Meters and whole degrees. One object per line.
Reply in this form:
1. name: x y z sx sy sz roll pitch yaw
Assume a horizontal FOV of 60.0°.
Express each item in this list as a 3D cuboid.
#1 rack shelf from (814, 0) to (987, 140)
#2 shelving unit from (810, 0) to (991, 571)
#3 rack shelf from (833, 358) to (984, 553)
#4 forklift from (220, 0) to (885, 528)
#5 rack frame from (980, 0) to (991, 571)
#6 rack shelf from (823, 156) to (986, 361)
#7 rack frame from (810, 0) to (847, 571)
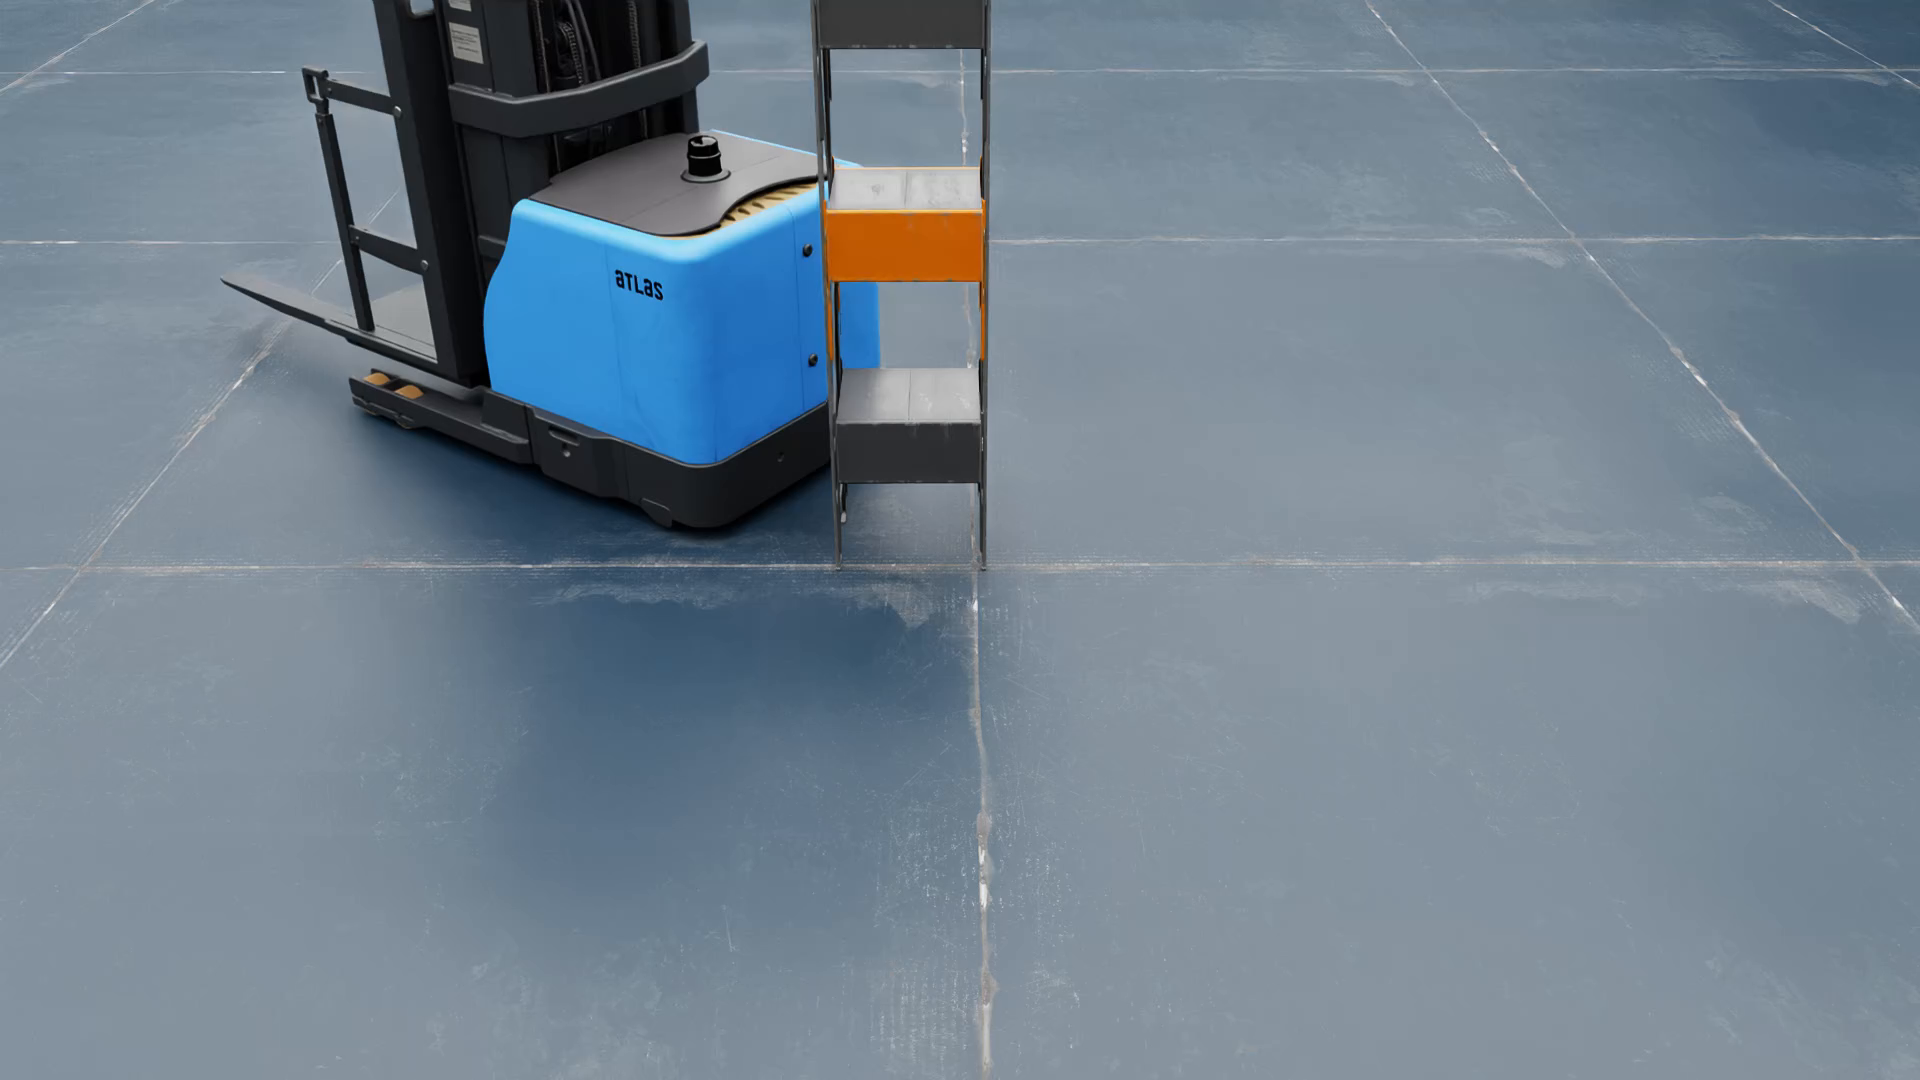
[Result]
1. rack shelf: -0.166 -1.484 4.848 0.480 0.518 0.431 0 31 0
2. shelving unit: -0.166 -0.897 5.205 0.503 2.100 0.431 0 31 0
3. rack shelf: -0.166 -0.287 5.575 0.480 0.518 0.431 0 31 0
4. forklift: -1.777 -1.886 6.032 3.031 2.935 1.130 20 37 30
5. rack frame: 0.078 -0.898 5.206 0.015 2.100 0.400 0 31 0
6. rack shelf: -0.166 -0.886 5.212 0.480 0.518 0.431 0 31 0
7. rack frame: -0.410 -0.896 5.203 0.015 2.100 0.400 0 31 0
